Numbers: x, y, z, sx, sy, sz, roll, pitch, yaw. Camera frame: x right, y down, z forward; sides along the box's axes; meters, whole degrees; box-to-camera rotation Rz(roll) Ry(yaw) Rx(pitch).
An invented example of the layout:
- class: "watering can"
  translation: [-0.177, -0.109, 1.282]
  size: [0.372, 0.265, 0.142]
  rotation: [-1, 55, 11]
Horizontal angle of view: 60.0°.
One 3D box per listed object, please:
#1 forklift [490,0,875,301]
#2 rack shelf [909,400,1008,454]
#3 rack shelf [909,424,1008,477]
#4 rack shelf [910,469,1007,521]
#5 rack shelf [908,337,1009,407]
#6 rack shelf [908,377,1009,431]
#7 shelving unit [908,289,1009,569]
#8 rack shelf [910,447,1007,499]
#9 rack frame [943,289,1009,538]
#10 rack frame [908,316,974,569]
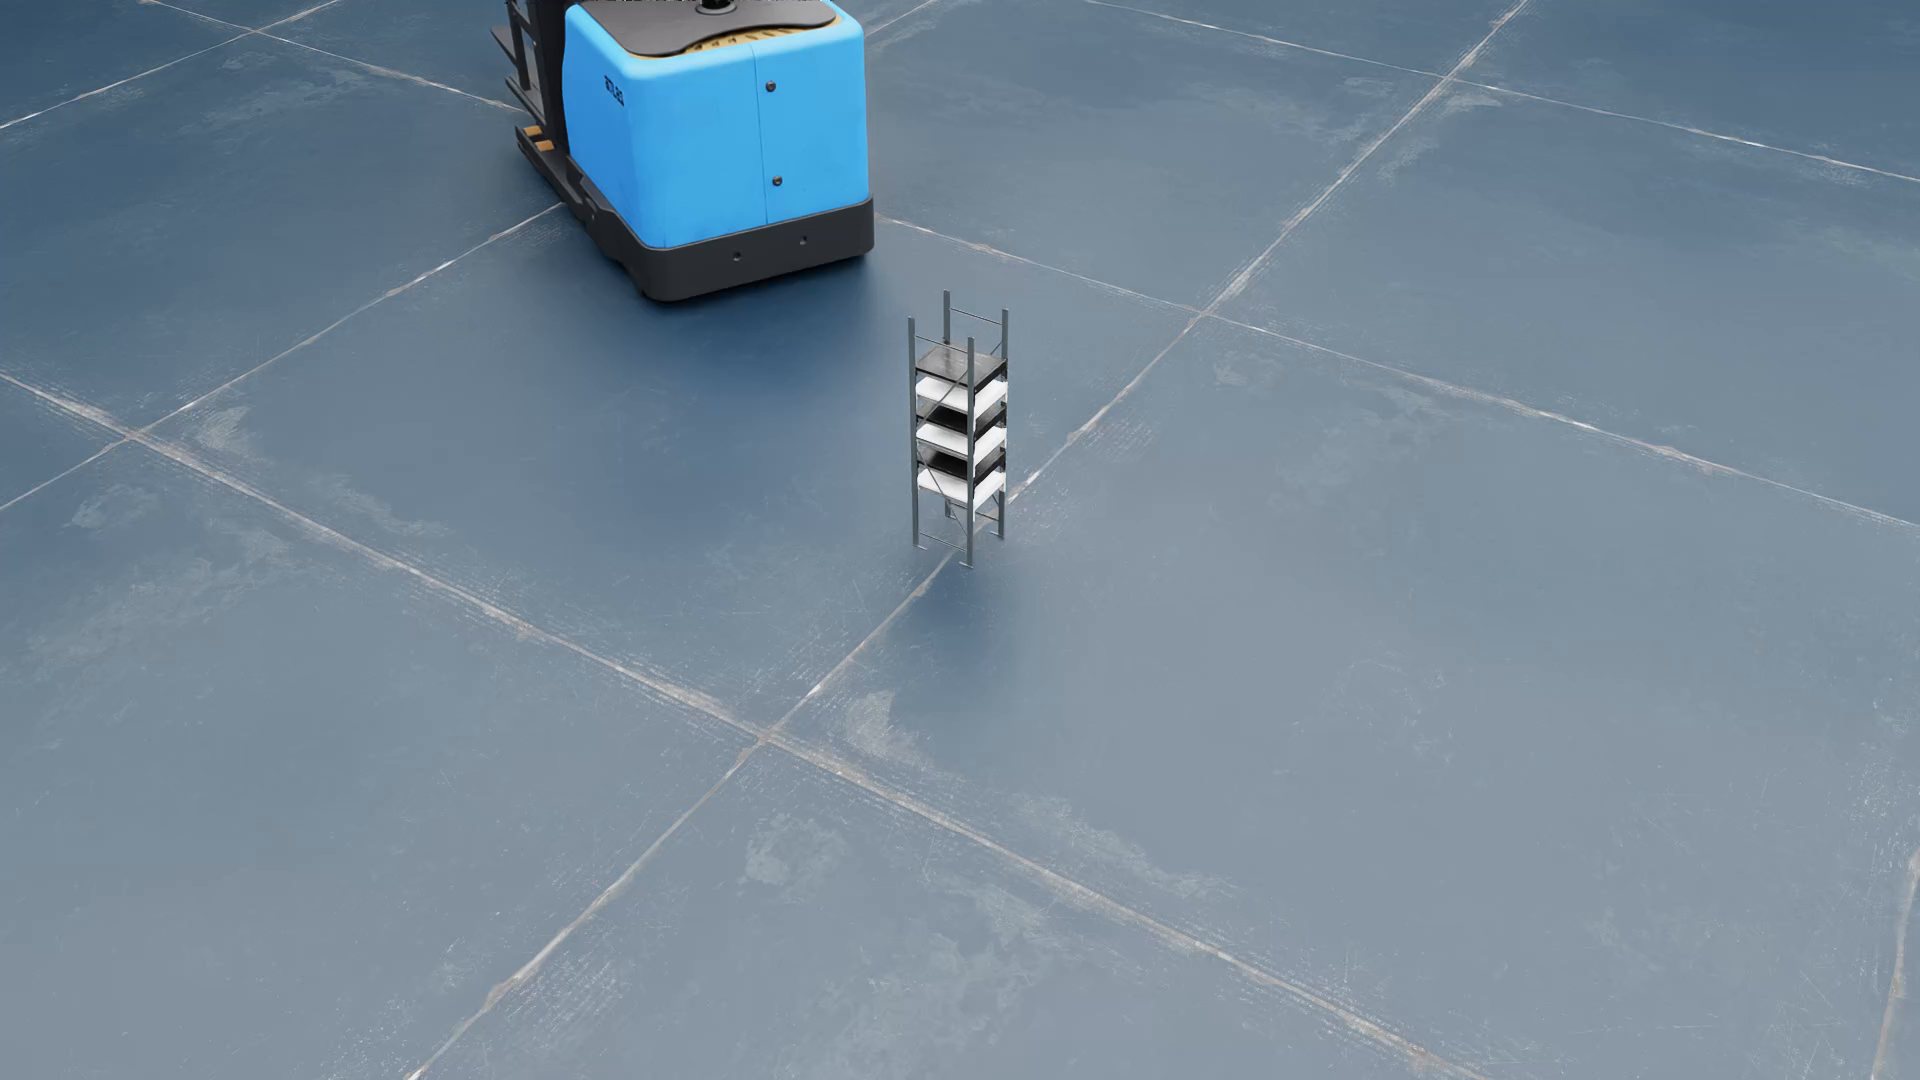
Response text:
- class: "forklift"
  translation: [-1.518, -3.039, 7.291]
  size: [1.130, 2.935, 3.031]
  rotation: [-18, 41, -22]
- class: "rack shelf"
  translation: [-0.004, -0.397, 5.435]
  size: [0.258, 0.077, 0.200]
  rotation: [21, 42, 25]
- class: "rack shelf"
  translation: [-0.004, -0.326, 5.490]
  size: [0.258, 0.077, 0.200]
  rotation: [21, 42, 25]
- class: "rack shelf"
  translation: [-0.004, -0.183, 5.600]
  size: [0.258, 0.077, 0.200]
  rotation: [21, 42, 25]
- class: "rack shelf"
  translation: [-0.004, -0.540, 5.325]
  size: [0.258, 0.077, 0.200]
  rotation: [21, 42, 25]
- class: "rack shelf"
  translation: [-0.004, -0.468, 5.380]
  size: [0.258, 0.077, 0.200]
  rotation: [21, 42, 25]
- class: "shelving unit"
  translation: [-0.004, -0.352, 5.470]
  size: [0.258, 0.900, 0.210]
  rotation: [21, 42, 25]
- class: "rack shelf"
  translation: [-0.004, -0.255, 5.545]
  size: [0.258, 0.077, 0.200]
  rotation: [21, 42, 25]
- class: "rack frame"
  translation: [0.050, -0.405, 5.538]
  size: [0.240, 0.900, 0.006]
  rotation: [21, 42, 25]
- class: "rack frame"
  translation: [-0.059, -0.300, 5.402]
  size: [0.240, 0.900, 0.006]
  rotation: [21, 42, 25]
